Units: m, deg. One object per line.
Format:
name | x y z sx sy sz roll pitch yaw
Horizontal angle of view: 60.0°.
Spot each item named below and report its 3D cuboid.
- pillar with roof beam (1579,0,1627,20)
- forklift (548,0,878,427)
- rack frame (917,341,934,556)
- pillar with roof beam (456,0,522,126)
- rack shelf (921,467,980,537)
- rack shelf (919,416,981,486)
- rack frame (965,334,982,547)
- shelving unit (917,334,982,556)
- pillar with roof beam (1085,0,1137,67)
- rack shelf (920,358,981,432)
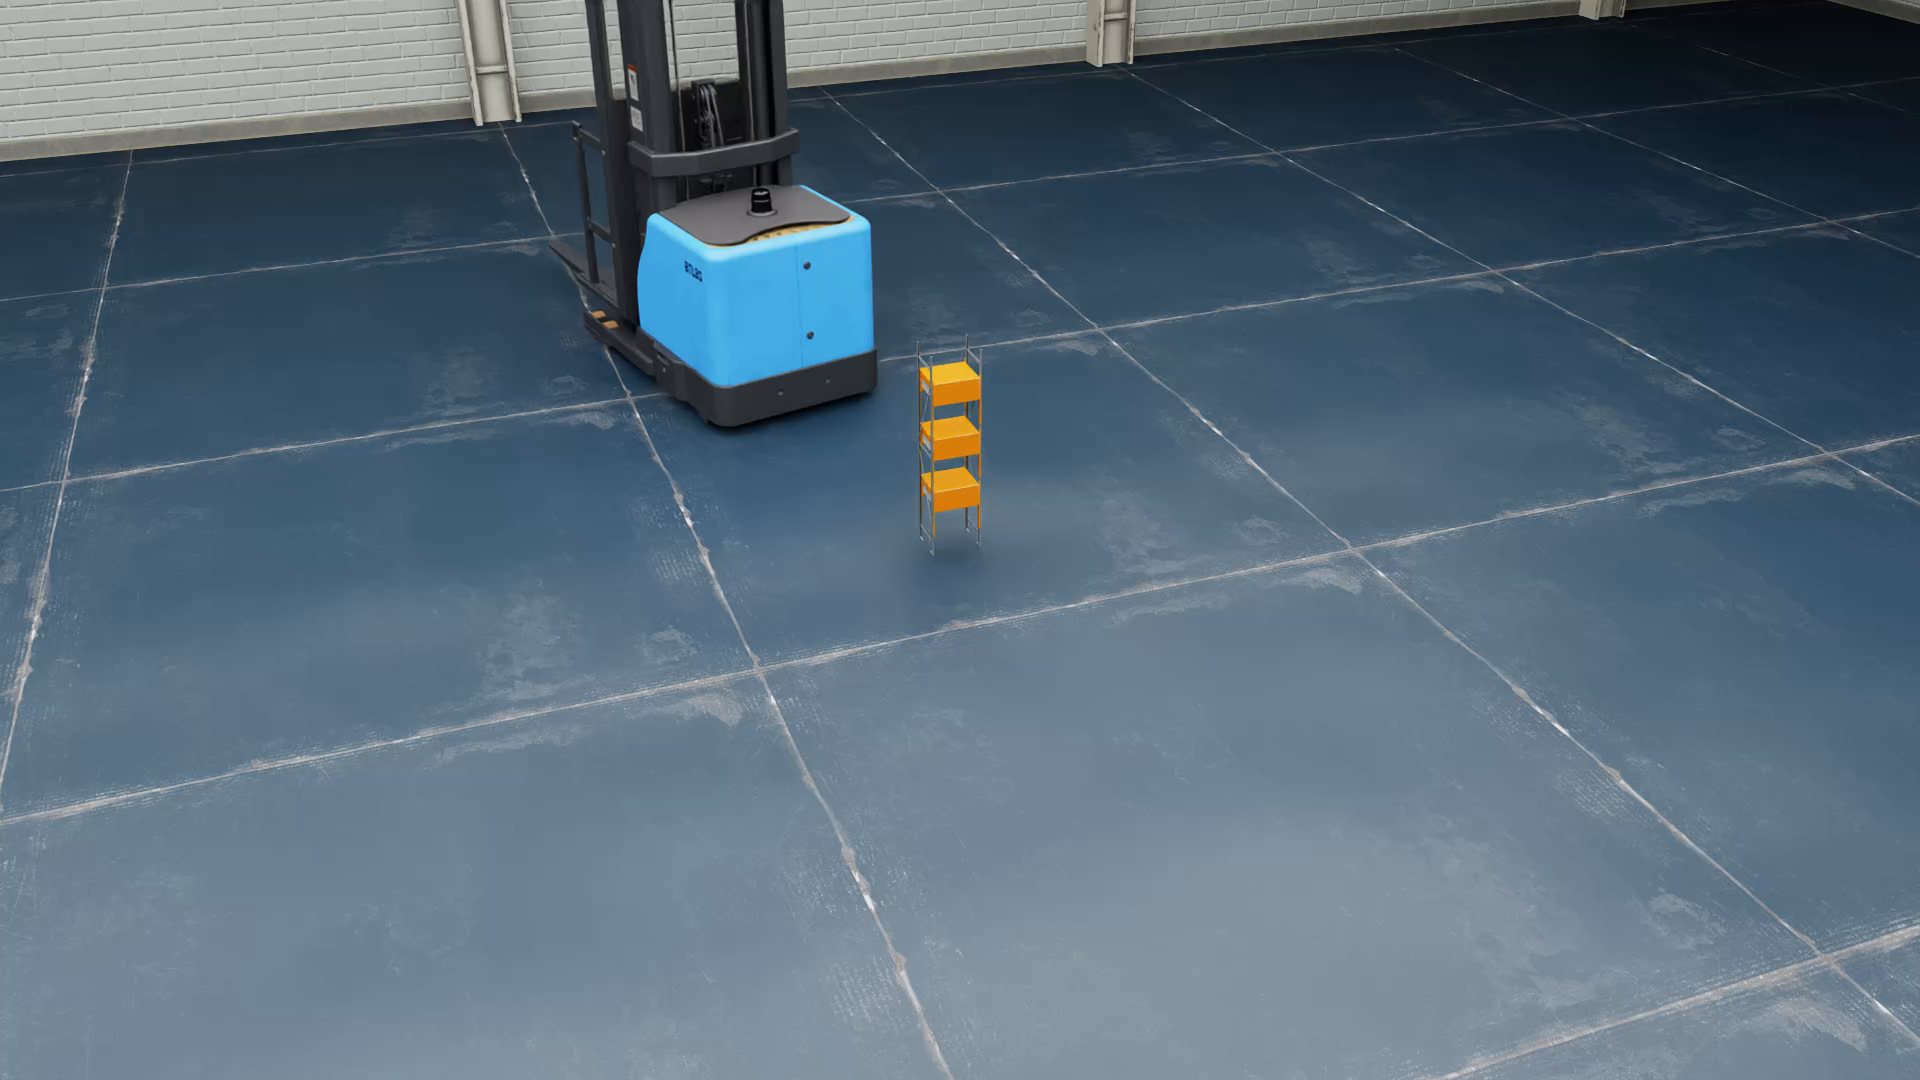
pillar with roof beam | 8.618 -7.743 12.750 0.400 9.000 9.100 -10 31 -18
forklift | -1.710 -2.586 9.829 1.130 2.935 3.031 -18 34 -29
rack frame | -0.164 -0.426 7.937 0.008 1.050 0.200 -10 31 -18
pillar with roof beam | -2.629 -5.672 9.115 0.400 9.000 9.100 -10 31 -18
rack shelf | -0.050 -0.196 8.117 0.240 0.259 0.215 -10 31 -18
rack shelf | -0.050 -0.438 7.979 0.240 0.259 0.215 -10 31 -18
rack frame | 0.064 -0.468 8.011 0.008 1.050 0.200 -10 31 -18
shelving unit | -0.050 -0.447 7.974 0.252 1.050 0.215 -10 31 -18
pillar with roof beam | 2.994 -6.707 10.933 0.400 9.000 9.100 -10 31 -18
rack shelf | -0.050 -0.684 7.839 0.240 0.259 0.215 -10 31 -18
